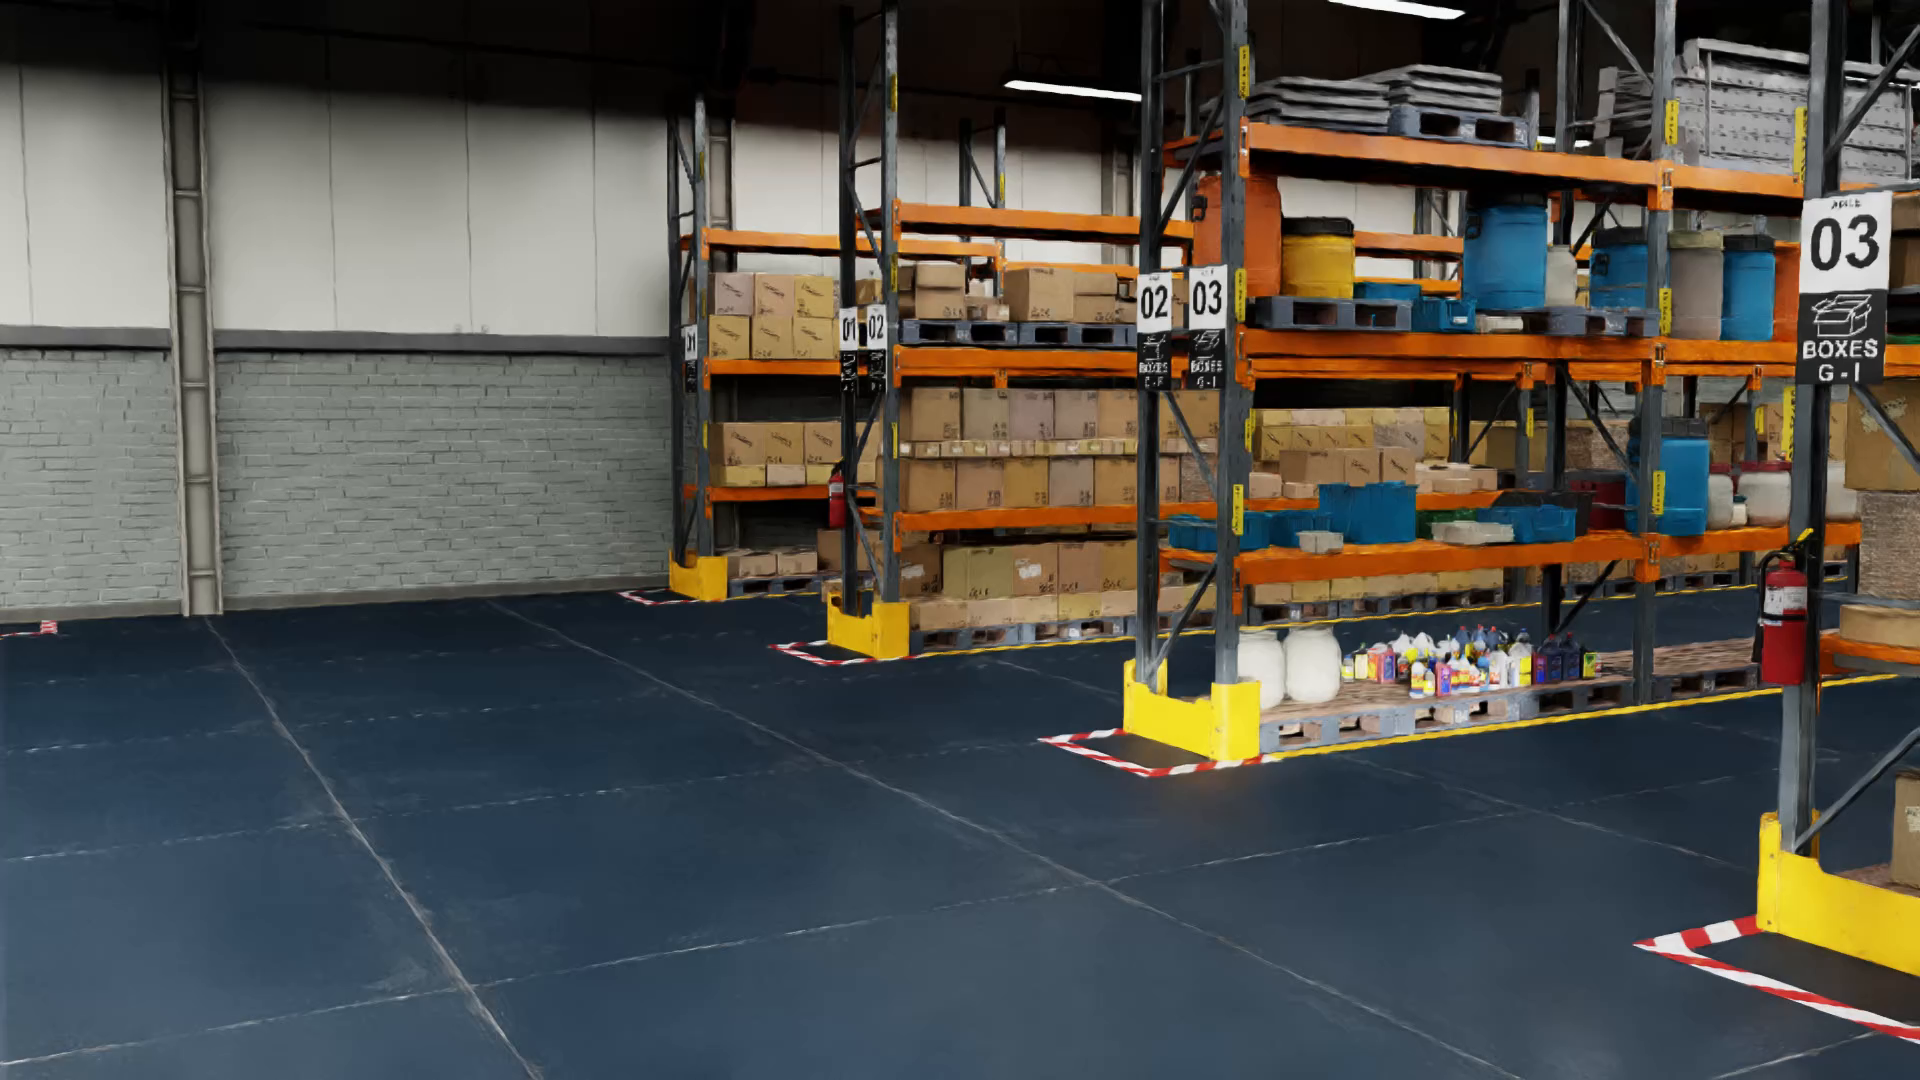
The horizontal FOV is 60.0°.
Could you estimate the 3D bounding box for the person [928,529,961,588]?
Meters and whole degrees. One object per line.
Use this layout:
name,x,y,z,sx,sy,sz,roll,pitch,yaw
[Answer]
person,-0.127,-0.061,17.908,0.641,1.769,0.608,0,5,5
